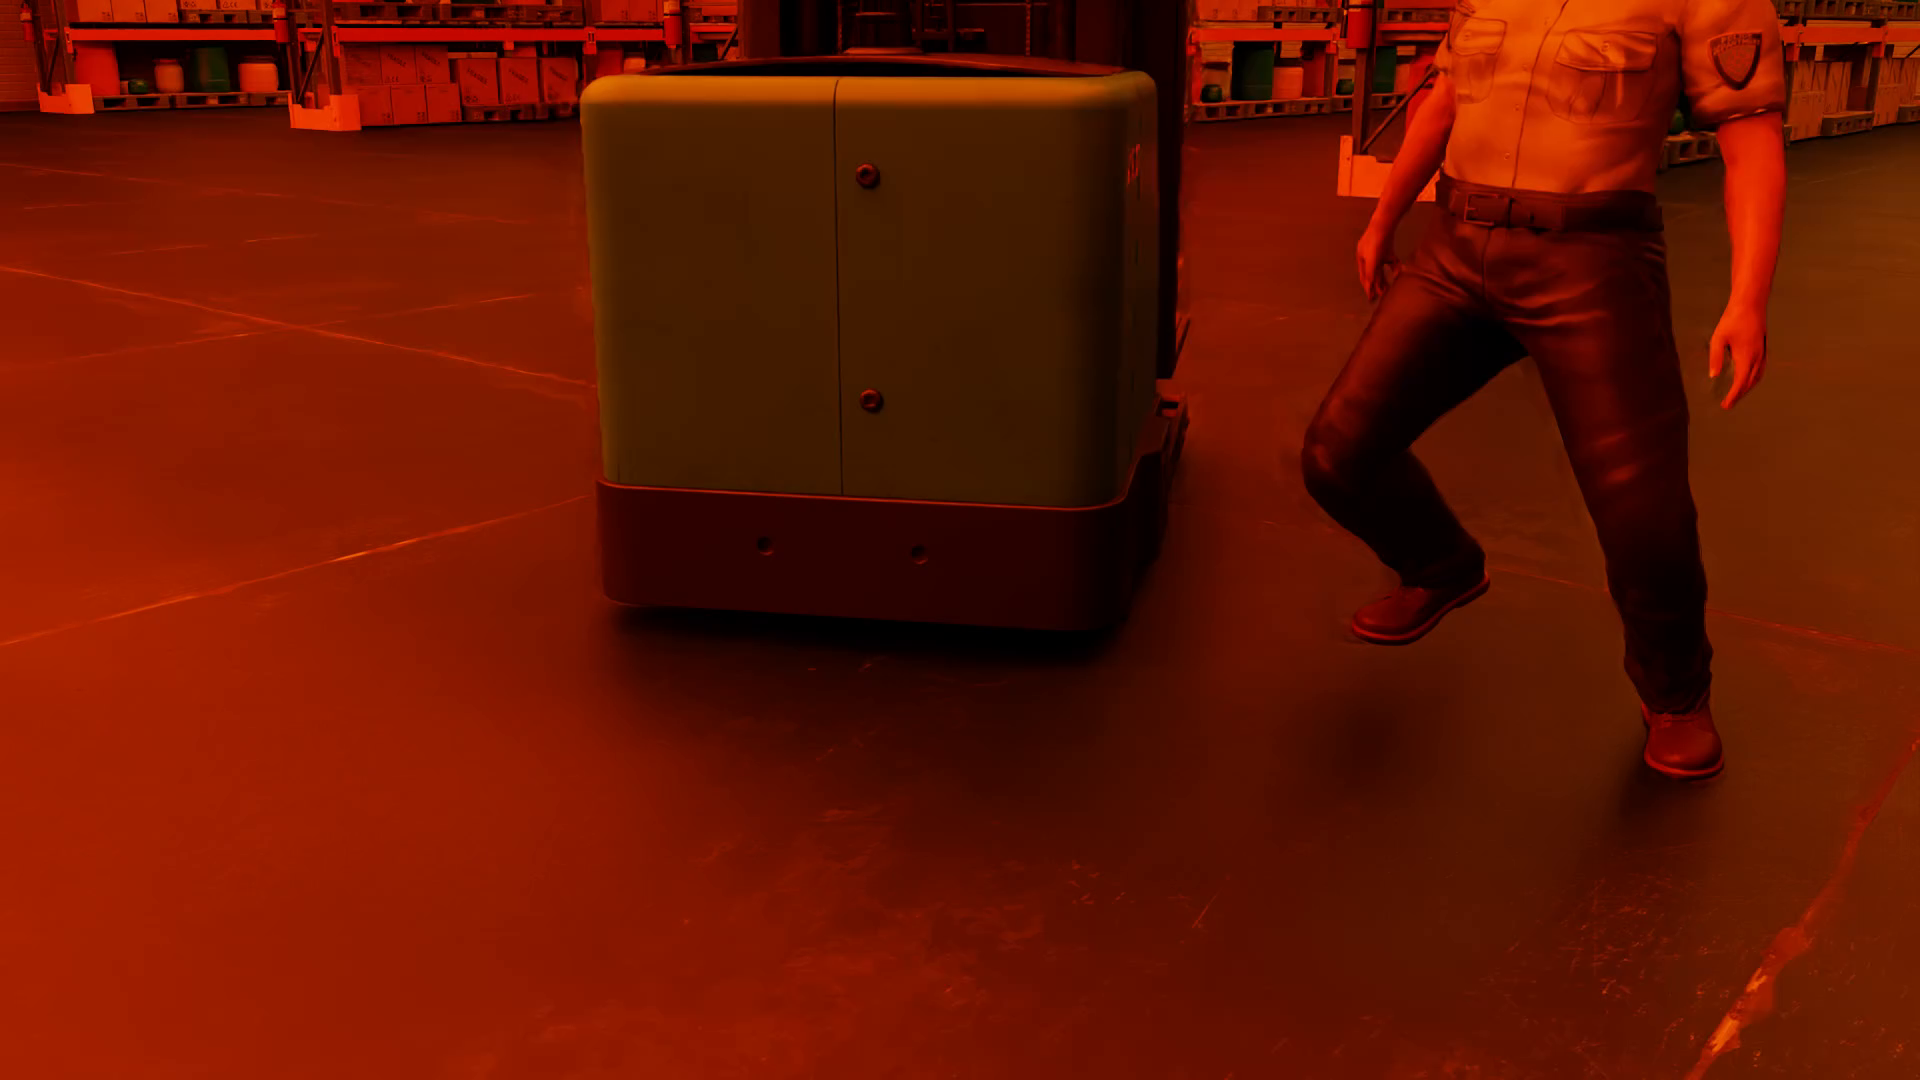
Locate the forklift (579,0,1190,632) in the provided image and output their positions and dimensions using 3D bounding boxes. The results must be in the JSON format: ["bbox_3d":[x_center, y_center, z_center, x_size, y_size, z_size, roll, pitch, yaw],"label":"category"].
[{"bbox_3d":[0.055,-1.616,4.218,1.130,2.935,3.031,3,17,10],"label":"forklift"}]

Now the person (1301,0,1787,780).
[{"bbox_3d":[0.947,-0.437,2.727,0.498,1.568,0.838,-12,21,-35],"label":"person"}]
